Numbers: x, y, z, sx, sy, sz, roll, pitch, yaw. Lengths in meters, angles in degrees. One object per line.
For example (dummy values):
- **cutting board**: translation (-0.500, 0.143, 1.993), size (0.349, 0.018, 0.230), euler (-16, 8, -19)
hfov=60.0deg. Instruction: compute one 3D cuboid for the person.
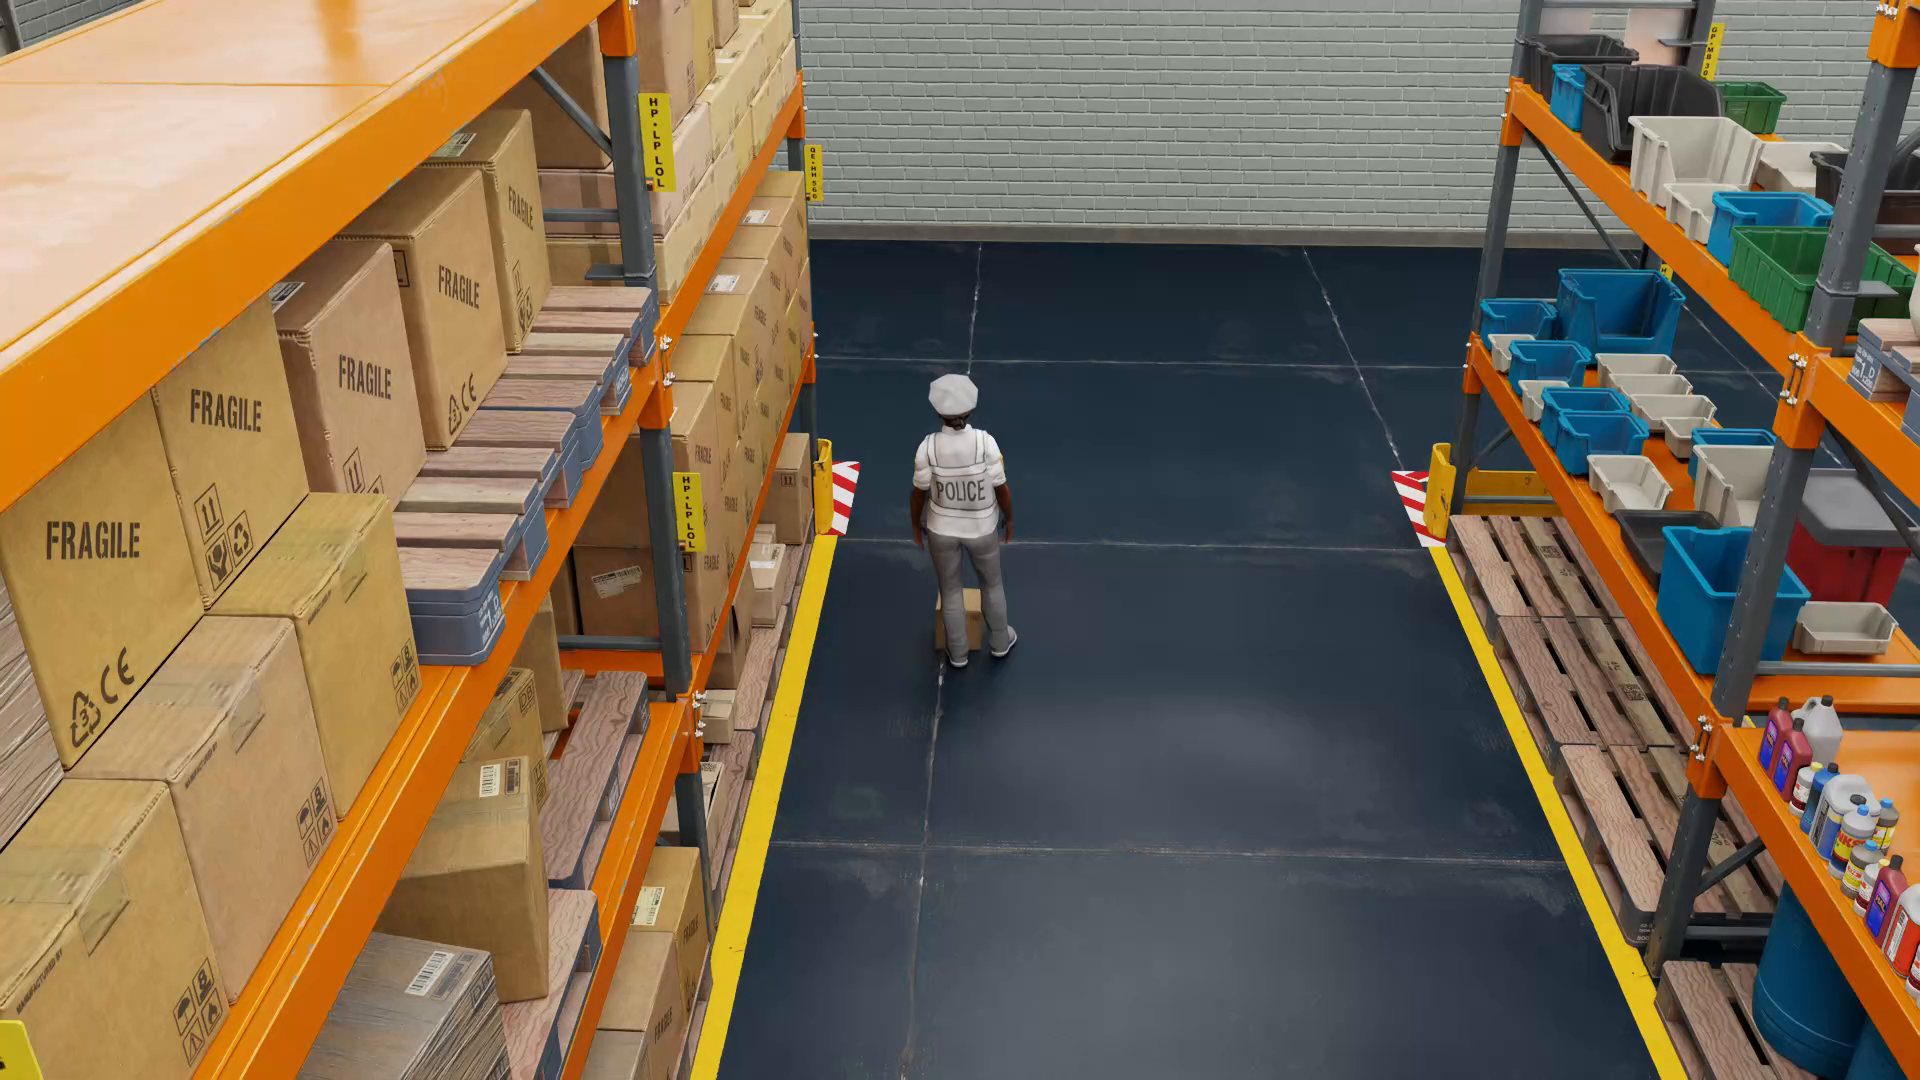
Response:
- **person**: translation (0.026, -0.107, 8.768), size (0.569, 1.695, 0.530), euler (1, 28, 2)
